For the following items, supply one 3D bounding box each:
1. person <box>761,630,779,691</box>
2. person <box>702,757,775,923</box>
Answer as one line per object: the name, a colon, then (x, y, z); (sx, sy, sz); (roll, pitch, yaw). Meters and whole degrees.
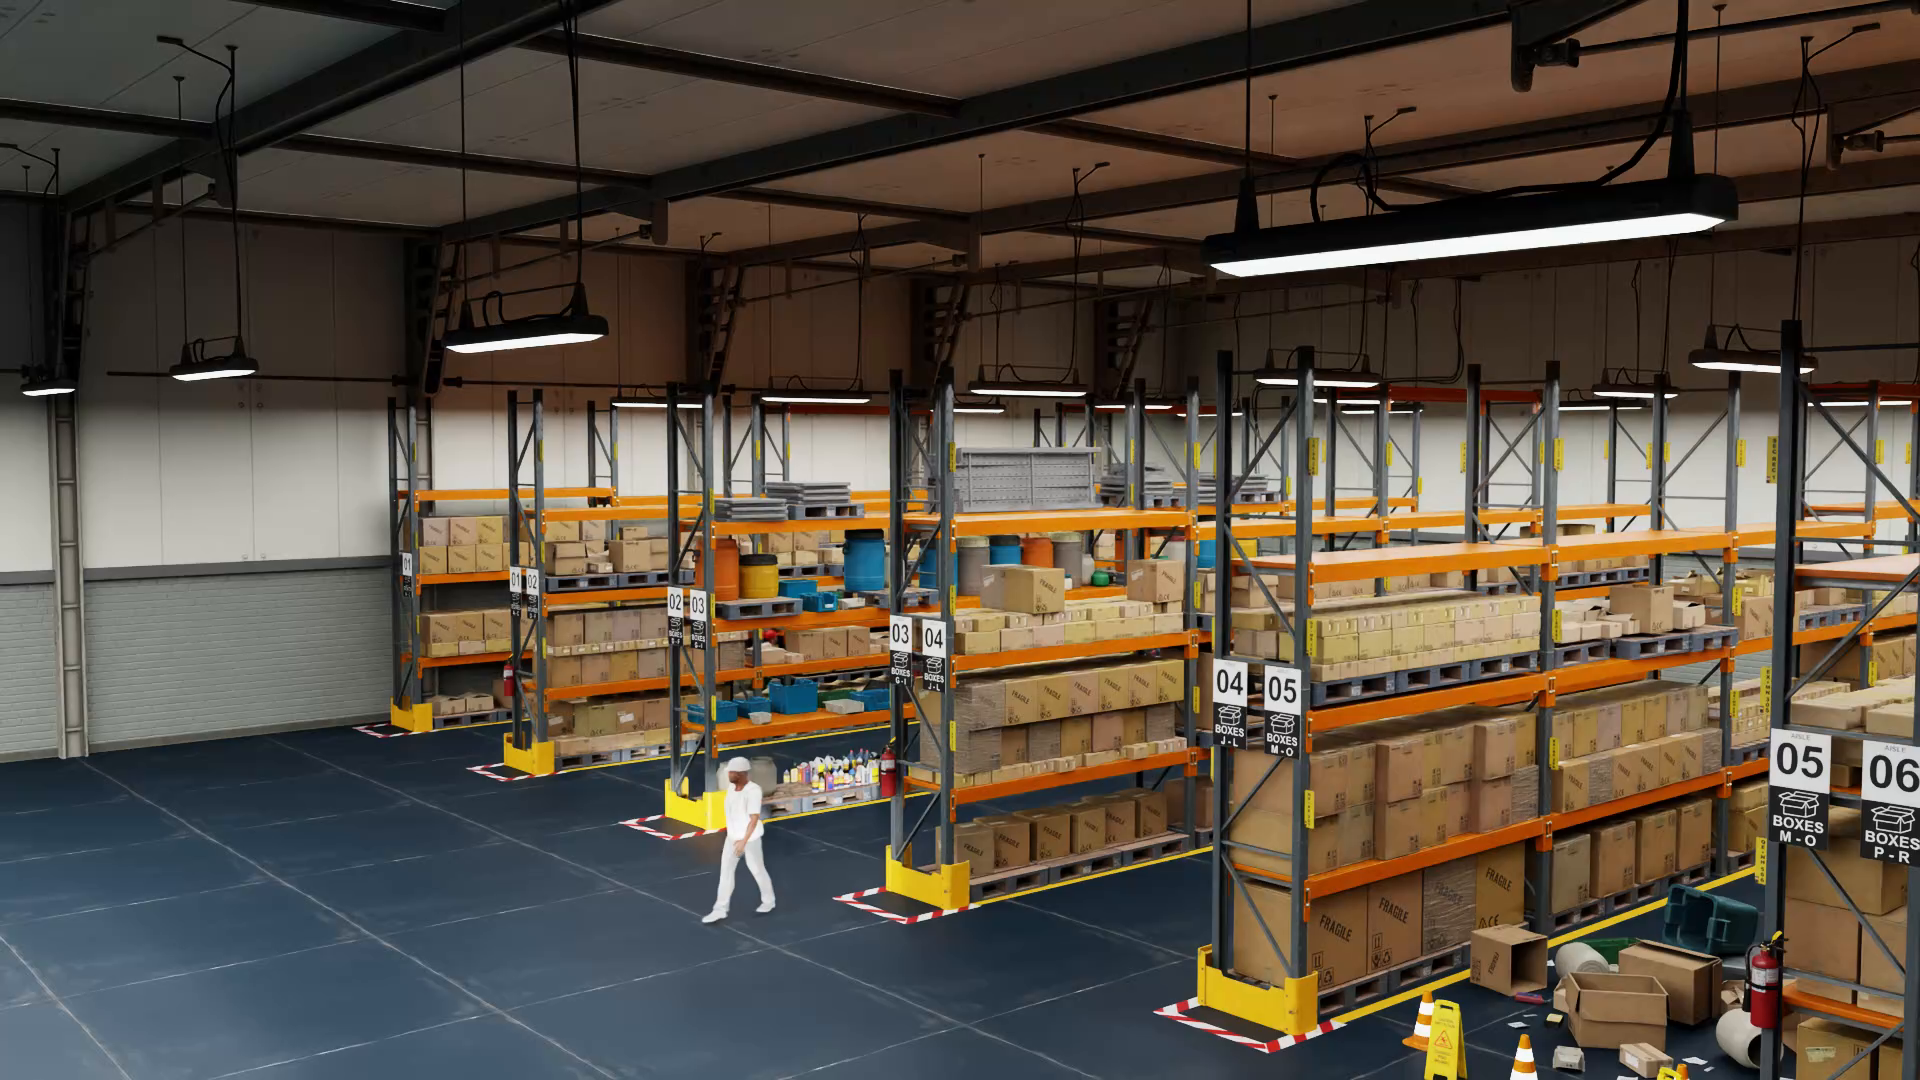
person: (-3.645, 2.519, 31.031); (0.787, 1.685, 0.657); (-3, 4, -39)
person: (-2.404, 3.218, 18.030); (0.599, 1.722, 0.930); (3, 4, 41)
